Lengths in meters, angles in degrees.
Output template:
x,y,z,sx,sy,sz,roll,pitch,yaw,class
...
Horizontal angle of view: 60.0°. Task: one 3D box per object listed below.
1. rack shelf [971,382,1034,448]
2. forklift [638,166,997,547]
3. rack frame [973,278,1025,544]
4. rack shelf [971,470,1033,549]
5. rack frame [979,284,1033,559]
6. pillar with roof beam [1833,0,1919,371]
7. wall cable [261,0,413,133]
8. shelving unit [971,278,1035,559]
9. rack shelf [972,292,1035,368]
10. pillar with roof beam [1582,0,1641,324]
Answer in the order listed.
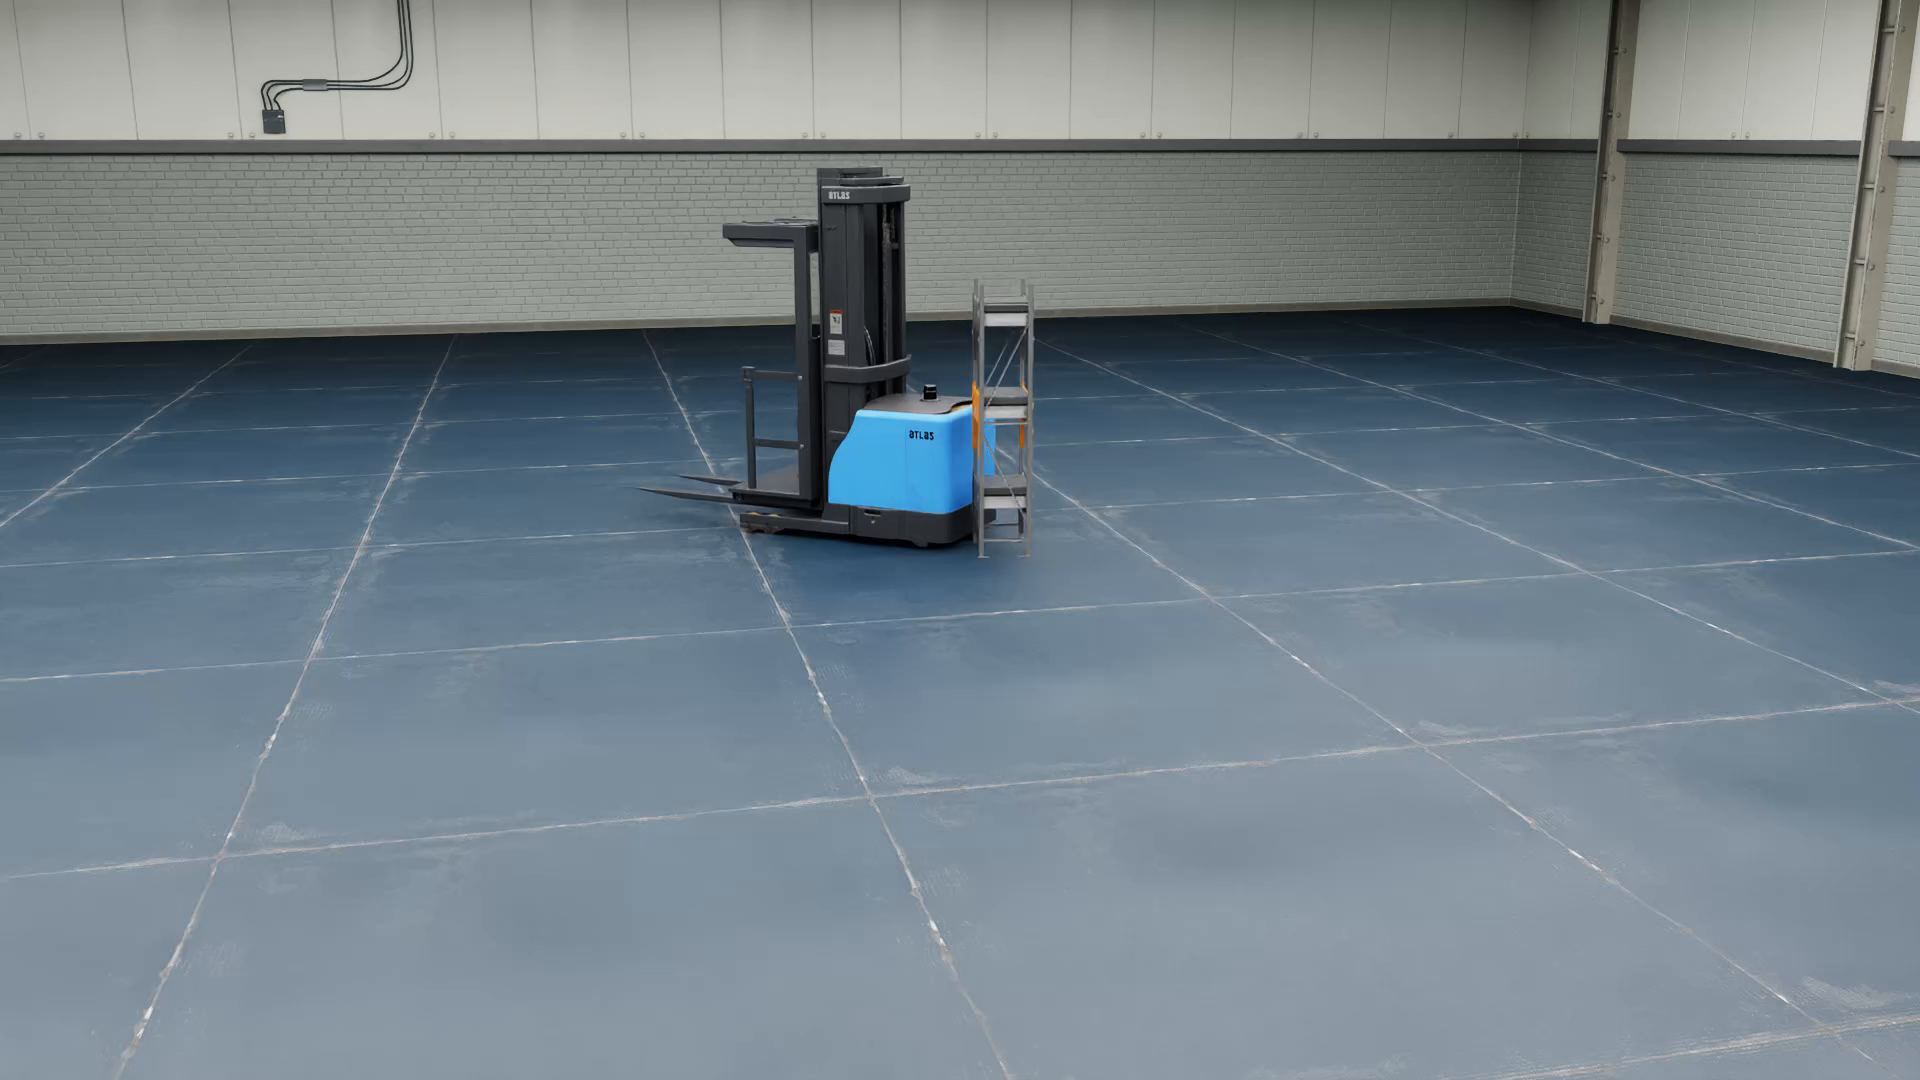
x,y,z,sx,sy,sz,roll,pitch,yaw,class
0.325,-0.925,12.847,0.431,0.518,0.480,-1,14,-5,rack shelf
-1.259,-1.577,13.707,3.031,2.935,1.130,6,15,23,forklift
0.304,-0.996,13.080,0.400,2.100,0.015,-1,14,-5,rack frame
0.325,-0.245,13.013,0.431,0.518,0.480,-1,14,-5,rack shelf
0.347,-0.881,12.608,0.400,2.100,0.015,-1,14,-5,rack frame
8.290,-6.530,21.195,9.100,9.000,0.400,-3,14,-13,pillar with roof beam
-9.729,-9.329,25.486,2.305,6.003,0.169,-3,14,-13,wall cable
0.325,-0.938,12.844,0.431,2.100,0.503,-1,14,-5,shelving unit
0.325,-1.605,12.681,0.431,0.518,0.480,-1,14,-5,rack shelf
6.881,-7.914,26.860,9.100,9.000,0.400,-3,14,-13,pillar with roof beam
